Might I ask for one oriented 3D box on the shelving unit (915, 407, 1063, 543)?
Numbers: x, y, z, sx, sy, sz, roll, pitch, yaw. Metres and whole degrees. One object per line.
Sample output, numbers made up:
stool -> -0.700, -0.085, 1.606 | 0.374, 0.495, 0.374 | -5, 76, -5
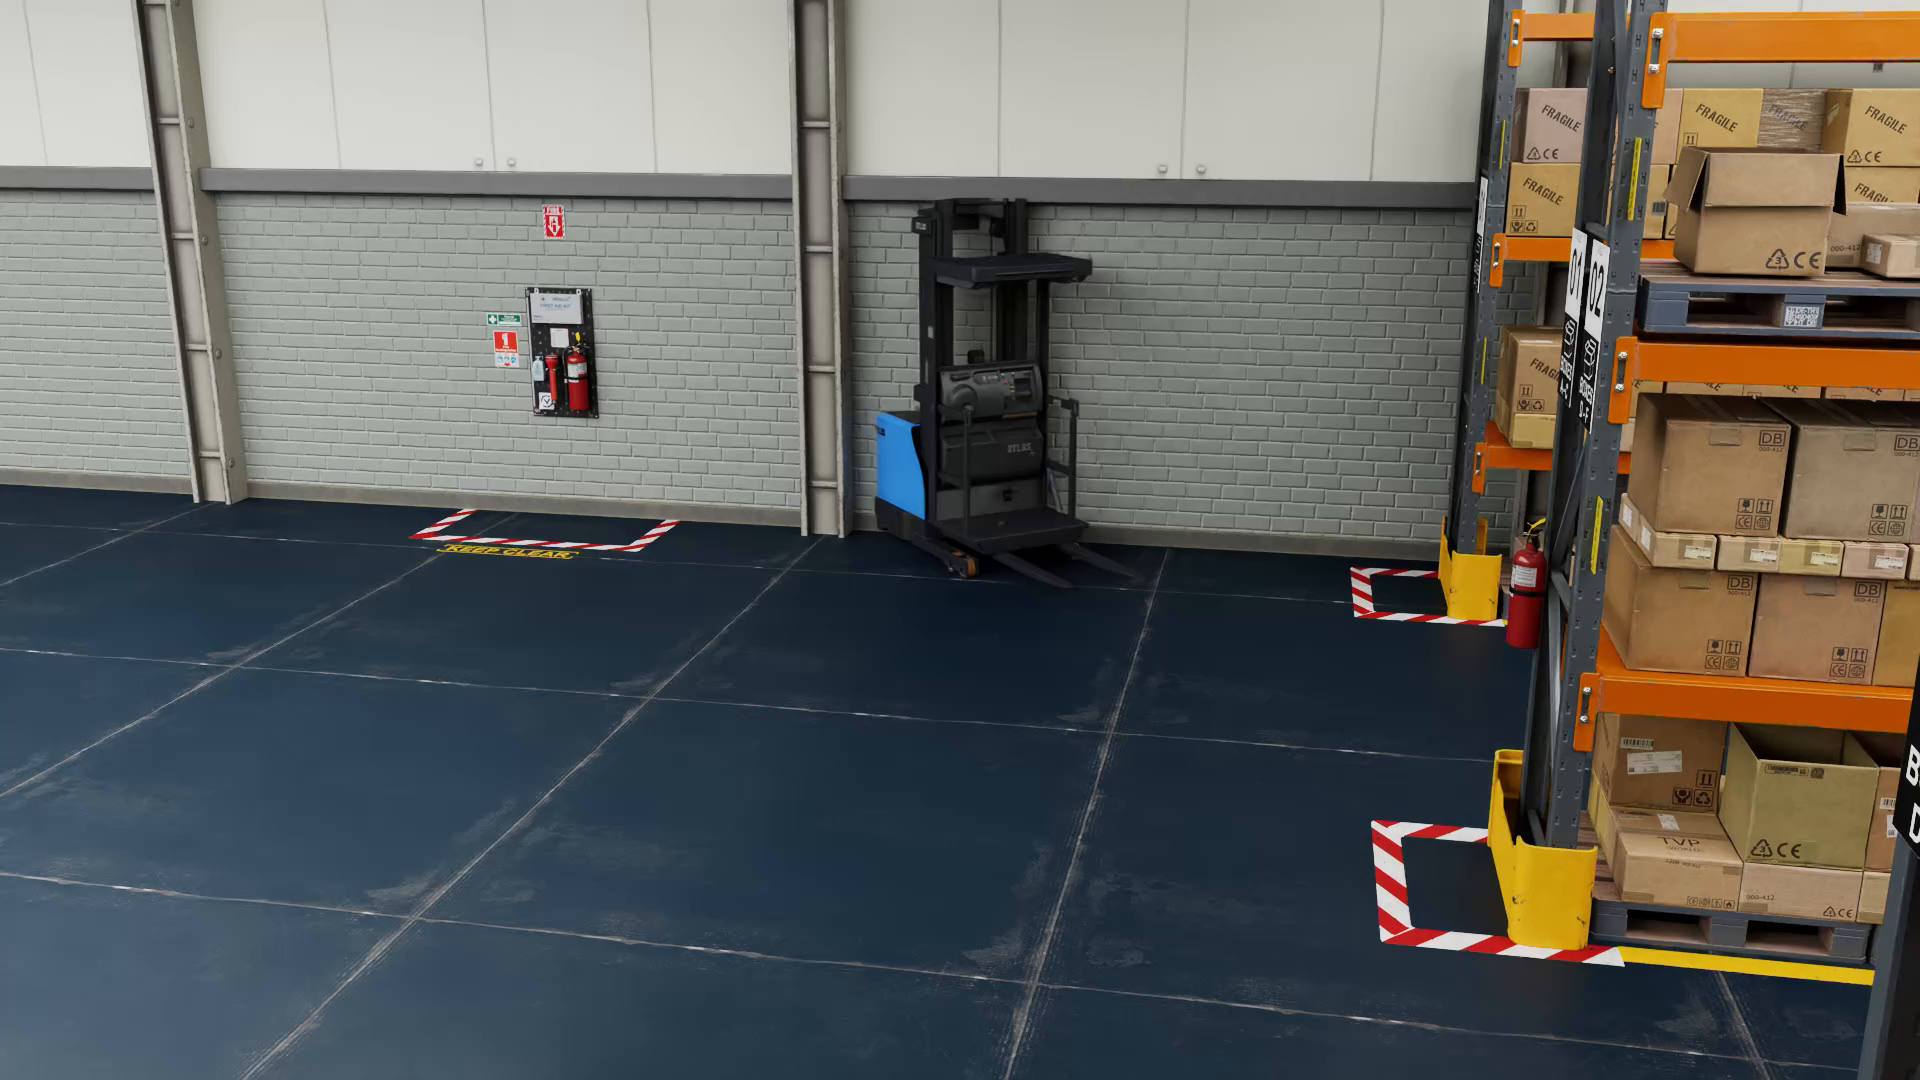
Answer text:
shelving unit -> 0.265, -0.675, 14.445 | 1.048, 1.500, 0.538 | -13, -16, 8

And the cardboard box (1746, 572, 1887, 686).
cardboard box -> 3.835, 0.296, 7.617 | 0.500, 0.500, 0.700 | 4, 16, 13

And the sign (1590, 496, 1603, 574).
sign -> 2.748, -0.021, 7.179 | 0.005, 0.325, 0.100 | 3, 16, 11

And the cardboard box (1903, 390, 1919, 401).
cardboard box -> 6.753, -1.062, 11.546 | 0.500, 0.500, 0.500 | 3, 16, 11

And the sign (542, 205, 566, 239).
sign -> -3.575, -2.800, 14.639 | 0.199, 0.298, 0.001 | 3, 16, 11

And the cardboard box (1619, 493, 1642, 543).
cardboard box -> 3.277, -0.101, 7.835 | 0.250, 0.149, 0.380 | 3, 16, 10

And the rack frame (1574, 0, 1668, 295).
rack frame -> 2.865, -2.602, 7.028 | 0.127, 3.000, 1.000 | 3, 16, 11

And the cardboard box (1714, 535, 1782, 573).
cardboard box -> 3.466, 0.019, 7.402 | 0.250, 0.149, 0.380 | 3, 16, 10

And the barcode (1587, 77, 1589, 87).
barcode -> 4.644, -3.364, 12.216 | 0.075, 0.075, 0.001 | 3, 16, 11

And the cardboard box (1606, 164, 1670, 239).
cardboard box -> 4.645, -2.389, 11.654 | 0.500, 0.500, 0.500 | 4, 16, 15

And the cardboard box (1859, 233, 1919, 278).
cardboard box -> 3.983, -1.196, 6.994 | 0.250, 0.149, 0.380 | 3, 16, 11

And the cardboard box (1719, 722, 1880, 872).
cardboard box -> 3.836, 1.163, 7.632 | 0.500, 0.500, 0.500 | 3, 16, 11

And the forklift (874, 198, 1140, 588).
forklift -> 0.363, -1.242, 13.484 | 1.130, 2.935, 3.031 | -8, 17, -27

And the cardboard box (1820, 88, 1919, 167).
cardboard box -> 6.170, -2.786, 11.215 | 0.500, 0.500, 0.500 | 3, 16, 9

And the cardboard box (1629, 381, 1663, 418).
cardboard box -> 4.738, -1.173, 11.945 | 0.500, 0.500, 0.500 | 3, 16, 11

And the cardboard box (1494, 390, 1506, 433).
cardboard box -> 4.345, -0.970, 12.618 | 0.500, 0.250, 0.500 | 3, 16, 12

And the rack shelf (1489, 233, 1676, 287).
rack shelf -> 5.808, -1.999, 11.819 | 4.000, 0.370, 1.077 | 3, 16, 11

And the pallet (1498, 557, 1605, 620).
pallet -> 4.712, 0.394, 12.676 | 1.213, 0.211, 1.003 | 3, 16, 11

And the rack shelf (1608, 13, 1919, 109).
rack shelf -> 4.825, -1.956, 6.793 | 4.000, 0.370, 1.077 | 3, 16, 11

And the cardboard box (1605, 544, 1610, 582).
cardboard box -> 5.067, 0.168, 12.480 | 0.500, 0.311, 0.500 | 4, 16, 16

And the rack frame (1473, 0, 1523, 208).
rack frame -> 3.848, -3.898, 11.707 | 0.127, 3.000, 1.000 | 3, 16, 11

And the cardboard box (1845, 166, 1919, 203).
cardboard box -> 6.180, -2.309, 11.366 | 0.500, 0.500, 0.500 | 2, 16, 9

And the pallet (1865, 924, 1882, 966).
pallet -> 4.814, 1.728, 7.857 | 1.213, 0.211, 1.003 | 3, 16, 11

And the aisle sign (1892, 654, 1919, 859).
aisle sign -> 1.863, 0.251, 3.099 | 0.004, 0.787, 0.394 | 3, 16, 11

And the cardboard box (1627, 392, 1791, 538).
cardboard box -> 3.372, -0.353, 7.530 | 0.500, 0.500, 0.700 | 3, 16, 11

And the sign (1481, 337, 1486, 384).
sign -> 3.740, -1.282, 11.879 | 0.005, 0.325, 0.100 | 3, 16, 11

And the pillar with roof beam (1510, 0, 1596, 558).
pillar with roof beam -> 3.849, -2.961, 8.323 | 0.400, 9.000, 9.100 | 3, 16, 11

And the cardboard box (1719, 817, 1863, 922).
cardboard box -> 3.837, 1.524, 7.734 | 0.500, 0.250, 0.500 | 3, 16, 11

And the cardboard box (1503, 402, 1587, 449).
cardboard box -> 4.263, -0.835, 12.131 | 0.500, 0.250, 0.500 | 3, 16, 9

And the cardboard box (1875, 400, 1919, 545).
cardboard box -> 4.382, -0.300, 7.338 | 0.500, 0.500, 0.700 | 3, 16, 11

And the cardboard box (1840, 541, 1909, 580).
cardboard box -> 3.957, 0.047, 7.302 | 0.250, 0.149, 0.380 | 3, 16, 10

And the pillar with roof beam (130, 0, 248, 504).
pillar with roof beam -> -7.911, -3.599, 10.628 | 0.400, 9.000, 9.100 | 3, 16, 11

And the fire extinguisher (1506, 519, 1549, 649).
fire extinguisher -> 2.841, 0.199, 8.300 | 0.183, 0.674, 0.296 | 3, 16, 11

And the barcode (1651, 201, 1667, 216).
barcode -> 3.257, -1.546, 7.748 | 0.075, 0.075, 0.001 | 3, 16, 11

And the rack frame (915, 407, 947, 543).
rack frame -> -0.225, -0.558, 14.511 | 0.032, 1.500, 0.500 | -13, -16, 8

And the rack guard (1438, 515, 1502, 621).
rack guard -> 3.923, 0.202, 12.827 | 0.348, 0.500, 1.175 | 3, 16, 11

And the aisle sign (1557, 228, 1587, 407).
aisle sign -> 2.859, -1.044, 7.771 | 0.004, 0.787, 0.394 | 3, 16, 11

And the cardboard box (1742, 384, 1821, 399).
cardboard box -> 5.752, -1.119, 11.752 | 0.500, 0.500, 0.500 | 4, 16, 13

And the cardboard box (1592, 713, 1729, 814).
cardboard box -> 3.450, 1.001, 8.217 | 0.500, 0.500, 0.500 | 3, 16, 11

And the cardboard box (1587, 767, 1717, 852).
cardboard box -> 3.449, 1.363, 8.316 | 0.500, 0.250, 0.500 | 3, 16, 11

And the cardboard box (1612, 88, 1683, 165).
cardboard box -> 4.659, -2.868, 11.510 | 0.500, 0.500, 0.500 | 3, 16, 10

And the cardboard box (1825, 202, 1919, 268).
cardboard box -> 4.046, -1.362, 7.401 | 0.500, 0.250, 0.500 | 3, 16, 11

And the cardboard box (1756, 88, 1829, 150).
cardboard box -> 5.830, -2.951, 11.808 | 0.500, 0.500, 0.500 | 3, 16, 11

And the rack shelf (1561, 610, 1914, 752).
rack shelf -> 4.825, 0.742, 7.540 | 4.000, 0.370, 1.077 | 3, 16, 11
